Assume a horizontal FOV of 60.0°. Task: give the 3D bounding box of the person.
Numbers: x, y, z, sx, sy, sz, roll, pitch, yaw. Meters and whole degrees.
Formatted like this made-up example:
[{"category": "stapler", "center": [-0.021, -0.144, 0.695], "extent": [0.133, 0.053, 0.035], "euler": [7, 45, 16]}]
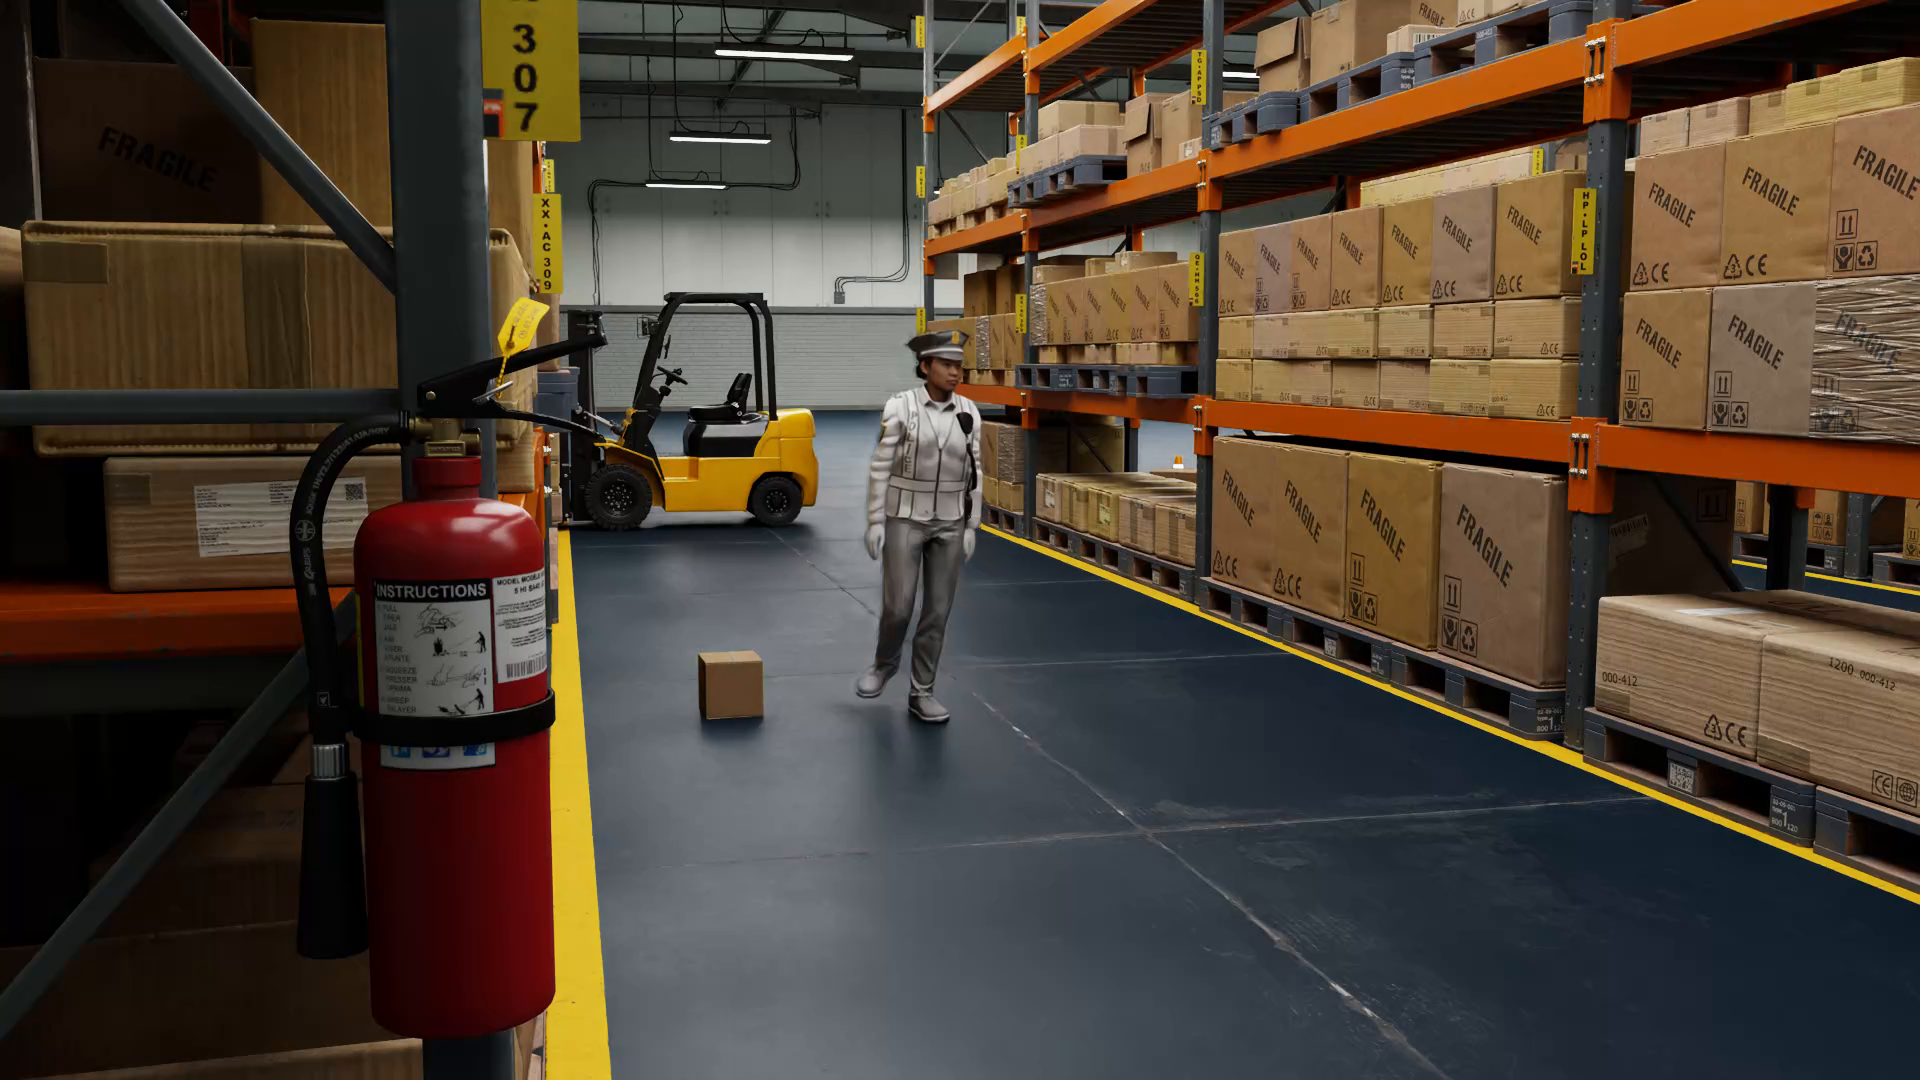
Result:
[{"category": "person", "center": [2.242, -0.691, 10.501], "extent": [7.393, 2.202, 5.191], "euler": [-2, 7, -20]}]
